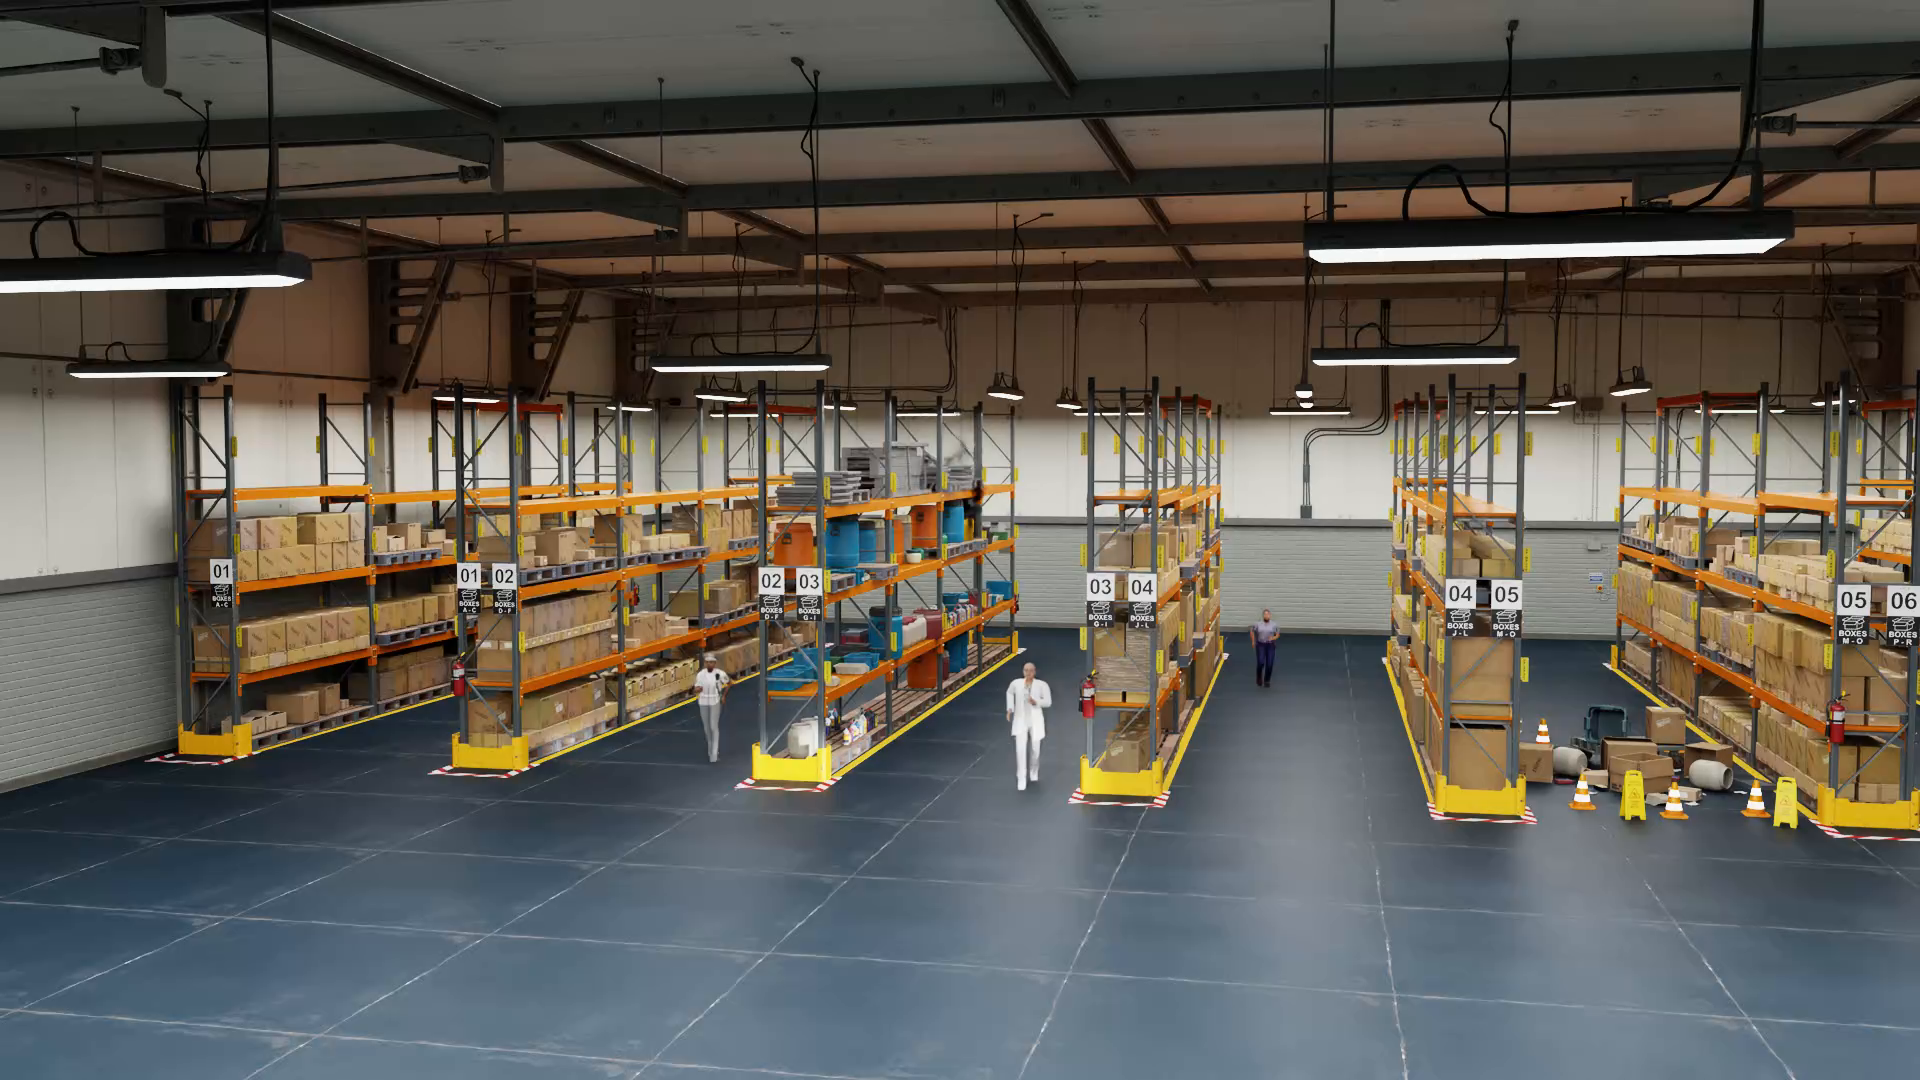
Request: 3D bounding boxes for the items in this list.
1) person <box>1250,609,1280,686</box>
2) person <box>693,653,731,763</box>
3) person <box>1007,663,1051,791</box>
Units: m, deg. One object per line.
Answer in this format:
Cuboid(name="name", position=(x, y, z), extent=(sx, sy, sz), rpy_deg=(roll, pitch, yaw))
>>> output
Cuboid(name="person", position=(6.348, 2.249, 34.560), extent=(0.587, 1.608, 0.624), rpy_deg=(0, 3, 4))
Cuboid(name="person", position=(-3.976, 2.671, 26.565), extent=(0.556, 1.756, 0.714), rpy_deg=(0, 3, 7))
Cuboid(name="person", position=(1.007, 2.716, 24.561), extent=(0.657, 1.817, 0.922), rpy_deg=(0, 3, 5))
